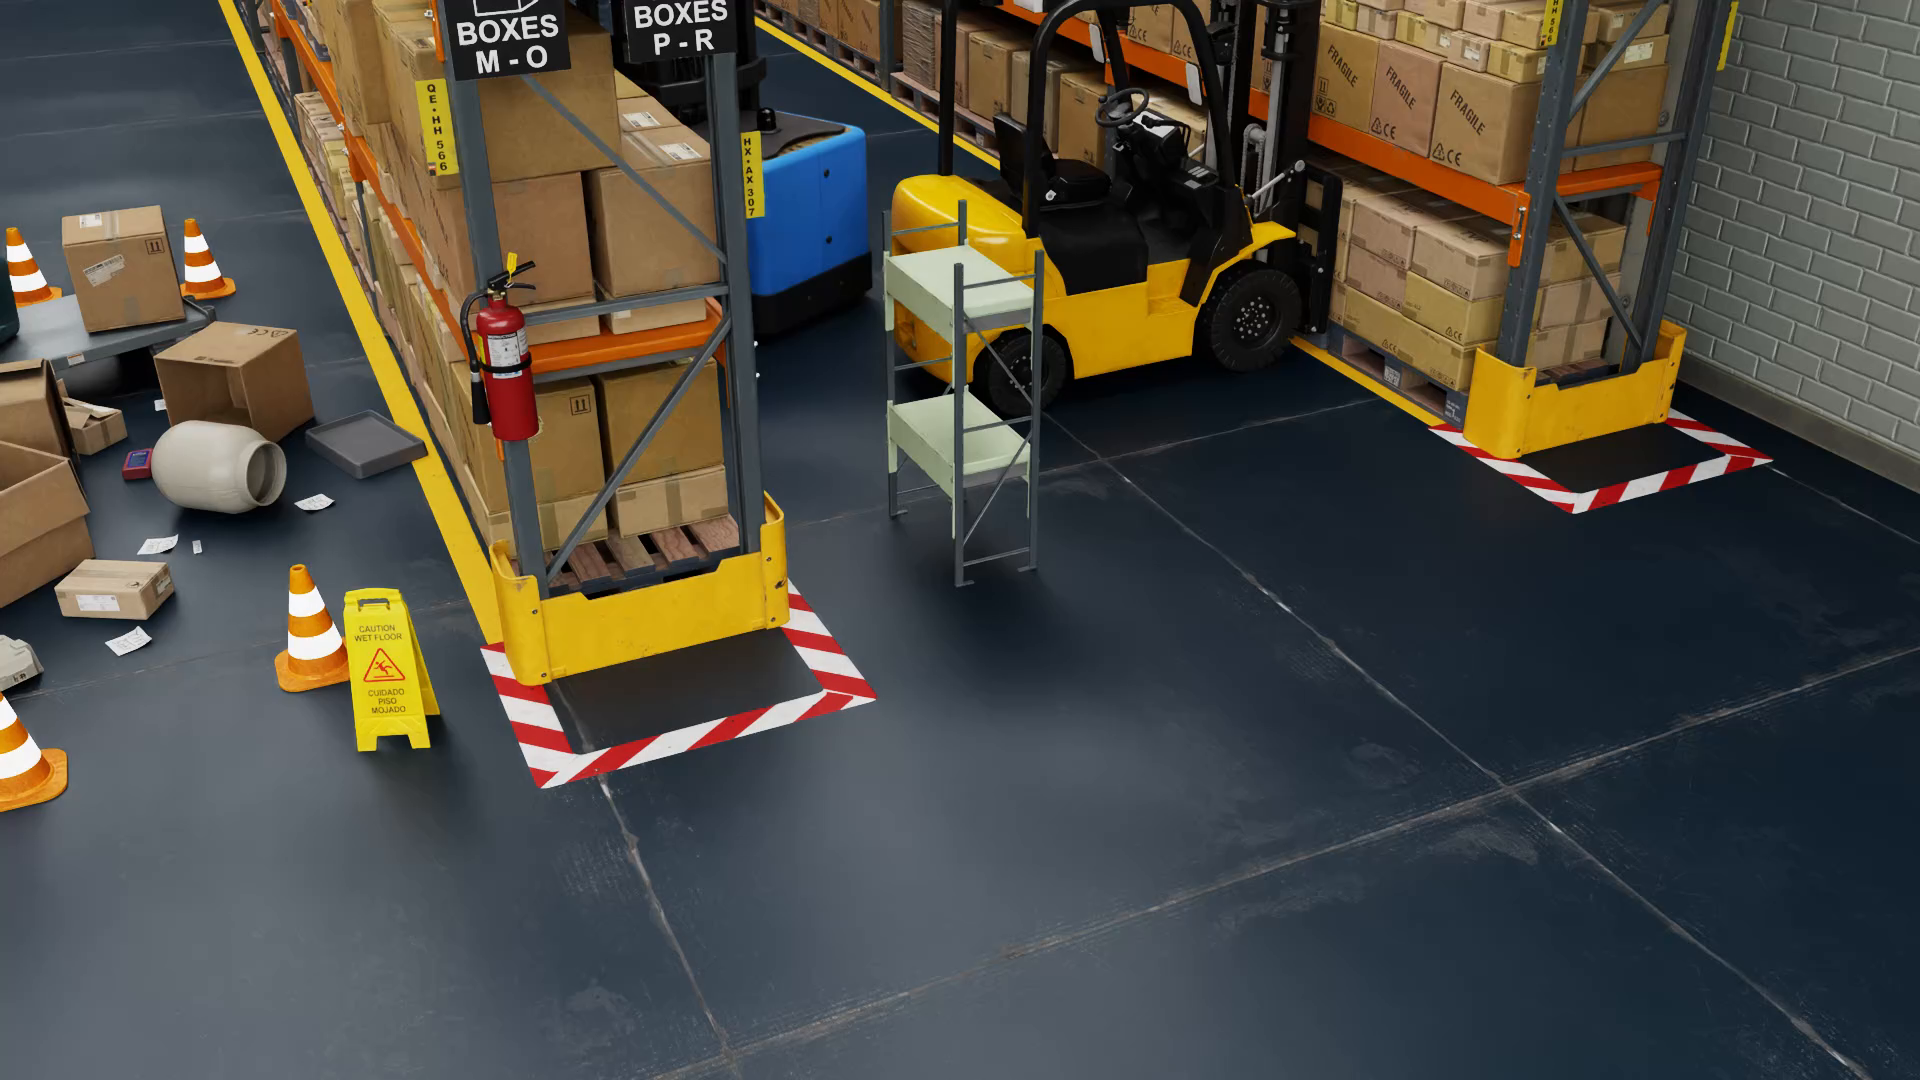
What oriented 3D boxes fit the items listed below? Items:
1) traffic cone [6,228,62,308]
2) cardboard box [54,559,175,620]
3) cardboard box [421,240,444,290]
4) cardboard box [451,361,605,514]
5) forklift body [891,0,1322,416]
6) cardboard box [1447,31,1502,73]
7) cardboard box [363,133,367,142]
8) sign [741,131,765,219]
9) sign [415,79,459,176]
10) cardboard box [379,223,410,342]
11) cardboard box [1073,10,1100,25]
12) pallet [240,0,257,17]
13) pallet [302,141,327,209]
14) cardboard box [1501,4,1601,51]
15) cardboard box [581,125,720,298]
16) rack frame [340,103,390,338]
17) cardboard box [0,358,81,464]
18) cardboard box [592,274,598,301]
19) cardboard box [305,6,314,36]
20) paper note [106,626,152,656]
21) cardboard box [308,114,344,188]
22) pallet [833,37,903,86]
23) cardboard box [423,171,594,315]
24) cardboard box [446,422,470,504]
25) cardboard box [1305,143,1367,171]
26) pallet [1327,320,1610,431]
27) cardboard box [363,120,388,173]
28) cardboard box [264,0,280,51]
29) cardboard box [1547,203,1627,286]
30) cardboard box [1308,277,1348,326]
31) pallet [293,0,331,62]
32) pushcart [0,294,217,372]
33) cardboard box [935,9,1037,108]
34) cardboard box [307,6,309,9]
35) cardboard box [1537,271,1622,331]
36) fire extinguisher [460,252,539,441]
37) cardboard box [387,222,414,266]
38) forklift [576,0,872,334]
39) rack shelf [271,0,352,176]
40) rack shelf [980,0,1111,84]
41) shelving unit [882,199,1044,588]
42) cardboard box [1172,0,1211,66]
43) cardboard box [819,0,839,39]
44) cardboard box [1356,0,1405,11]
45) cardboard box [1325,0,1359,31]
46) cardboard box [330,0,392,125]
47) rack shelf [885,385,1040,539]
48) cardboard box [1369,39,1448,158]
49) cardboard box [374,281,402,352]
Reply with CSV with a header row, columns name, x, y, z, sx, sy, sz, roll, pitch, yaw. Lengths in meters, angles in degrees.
name,x,y,z,sx,sy,sz,roll,pitch,yaw
traffic cone,-5.820,-1.707,10.321,0.336,0.463,0.334,-13,32,-22
cardboard box,-3.665,0.214,7.216,0.380,0.149,0.250,2,29,4
cardboard box,-2.069,-1.199,7.078,0.380,0.149,0.250,-13,32,-21
cardboard box,-1.858,-0.485,7.163,0.500,0.500,0.500,-13,32,-22
forklift body,0.742,-2.003,9.123,2.313,2.155,1.214,-13,32,-22
cardboard box,2.665,-2.446,8.280,0.380,0.149,0.250,-13,32,-21
cardboard box,-2.994,-2.225,8.907,0.380,0.149,0.250,-12,31,-21
sign,-0.788,-1.366,6.234,0.100,0.325,0.005,-13,32,-22
sign,-1.788,-1.410,5.690,0.100,0.325,0.005,-13,32,-22
cardboard box,-2.745,-1.401,8.797,0.500,0.500,0.500,-12,31,-20
cardboard box,1.034,-3.788,11.591,0.500,0.250,0.500,-12,32,-21
pallet,-7.213,-5.851,17.969,1.003,0.211,1.213,-13,32,-22
pallet,-4.378,-2.847,12.611,1.003,0.211,1.213,-13,32,-22
cardboard box,2.859,-2.489,8.052,0.380,0.149,0.250,-13,32,-22
cardboard box,-1.231,-1.315,6.623,0.500,0.500,0.500,-14,32,-23
rack frame,-2.995,-2.642,9.394,1.000,3.000,0.127,-13,32,-22
cardboard box,-4.728,-0.501,7.989,0.797,0.637,0.503,-13,32,-22
cardboard box,-1.358,-1.067,6.843,0.380,0.149,0.250,-13,32,-21
cardboard box,-3.818,-3.223,10.258,0.380,0.149,0.250,-13,32,-22
paper note,-3.482,0.421,6.968,0.142,0.019,0.148,26,38,38
cardboard box,-4.155,-2.870,12.058,0.950,0.372,0.625,-14,32,-23
pallet,-0.517,-4.574,15.691,1.003,0.211,1.213,-13,32,-22
cardboard box,-1.760,-1.230,6.470,0.500,0.500,0.500,-14,32,-23
cardboard box,-2.083,-0.389,7.760,0.500,0.250,0.500,-13,32,-22
cardboard box,2.063,-2.147,9.871,0.500,0.250,0.500,-14,32,-23
pallet,2.837,-1.031,9.373,1.003,0.211,1.213,-13,32,-22
cardboard box,-2.618,-2.121,8.059,0.500,0.500,0.500,-13,32,-22
cardboard box,-6.091,-5.175,15.654,0.875,0.875,0.875,-12,31,-20
cardboard box,3.168,-1.590,8.879,0.500,0.250,0.500,-14,32,-23
cardboard box,2.305,-1.488,9.719,0.500,0.250,0.500,-13,32,-21
pallet,-3.826,-3.459,11.048,1.003,0.211,1.213,-13,32,-22
pushcart,-5.033,-0.997,9.142,0.936,0.377,1.648,26,38,38
cardboard box,0.312,-4.034,13.876,0.875,0.625,0.625,-12,31,-20
cardboard box,-3.831,-3.602,10.271,0.500,0.500,0.500,-12,31,-20
cardboard box,3.189,-1.372,9.000,0.500,0.250,0.500,-12,32,-21
fire extinguisher,-1.645,-0.694,5.999,0.296,0.674,0.183,-13,32,-22
cardboard box,-2.646,-1.505,8.320,0.380,0.149,0.250,-11,31,-19
forklift,-2.049,-3.036,10.167,3.031,2.935,1.130,19,34,30
rack shelf,-3.854,-3.211,11.145,1.077,0.370,4.000,-13,32,-22
rack shelf,0.628,-4.255,13.007,1.077,0.370,4.000,-13,32,-22
shelving unit,0.003,-0.651,7.378,0.431,1.500,0.755,-13,32,-22
cardboard box,1.679,-3.252,10.380,0.500,0.500,0.500,-13,32,-21
cardboard box,-1.039,-5.141,15.977,0.500,0.500,0.500,-12,31,-20
cardboard box,2.337,-2.918,8.818,0.380,0.149,0.250,-12,32,-21
cardboard box,2.229,-2.901,9.091,0.380,0.149,0.250,-13,32,-22
cardboard box,-2.217,-2.093,6.986,0.700,0.500,0.500,-13,32,-23
rack shelf,0.003,-0.367,7.537,0.431,0.370,0.720,-13,32,-22
cardboard box,2.541,-2.355,8.781,0.500,0.500,0.500,-12,31,-20
cardboard box,-2.986,-1.308,9.398,0.500,0.250,0.500,-15,32,-24
